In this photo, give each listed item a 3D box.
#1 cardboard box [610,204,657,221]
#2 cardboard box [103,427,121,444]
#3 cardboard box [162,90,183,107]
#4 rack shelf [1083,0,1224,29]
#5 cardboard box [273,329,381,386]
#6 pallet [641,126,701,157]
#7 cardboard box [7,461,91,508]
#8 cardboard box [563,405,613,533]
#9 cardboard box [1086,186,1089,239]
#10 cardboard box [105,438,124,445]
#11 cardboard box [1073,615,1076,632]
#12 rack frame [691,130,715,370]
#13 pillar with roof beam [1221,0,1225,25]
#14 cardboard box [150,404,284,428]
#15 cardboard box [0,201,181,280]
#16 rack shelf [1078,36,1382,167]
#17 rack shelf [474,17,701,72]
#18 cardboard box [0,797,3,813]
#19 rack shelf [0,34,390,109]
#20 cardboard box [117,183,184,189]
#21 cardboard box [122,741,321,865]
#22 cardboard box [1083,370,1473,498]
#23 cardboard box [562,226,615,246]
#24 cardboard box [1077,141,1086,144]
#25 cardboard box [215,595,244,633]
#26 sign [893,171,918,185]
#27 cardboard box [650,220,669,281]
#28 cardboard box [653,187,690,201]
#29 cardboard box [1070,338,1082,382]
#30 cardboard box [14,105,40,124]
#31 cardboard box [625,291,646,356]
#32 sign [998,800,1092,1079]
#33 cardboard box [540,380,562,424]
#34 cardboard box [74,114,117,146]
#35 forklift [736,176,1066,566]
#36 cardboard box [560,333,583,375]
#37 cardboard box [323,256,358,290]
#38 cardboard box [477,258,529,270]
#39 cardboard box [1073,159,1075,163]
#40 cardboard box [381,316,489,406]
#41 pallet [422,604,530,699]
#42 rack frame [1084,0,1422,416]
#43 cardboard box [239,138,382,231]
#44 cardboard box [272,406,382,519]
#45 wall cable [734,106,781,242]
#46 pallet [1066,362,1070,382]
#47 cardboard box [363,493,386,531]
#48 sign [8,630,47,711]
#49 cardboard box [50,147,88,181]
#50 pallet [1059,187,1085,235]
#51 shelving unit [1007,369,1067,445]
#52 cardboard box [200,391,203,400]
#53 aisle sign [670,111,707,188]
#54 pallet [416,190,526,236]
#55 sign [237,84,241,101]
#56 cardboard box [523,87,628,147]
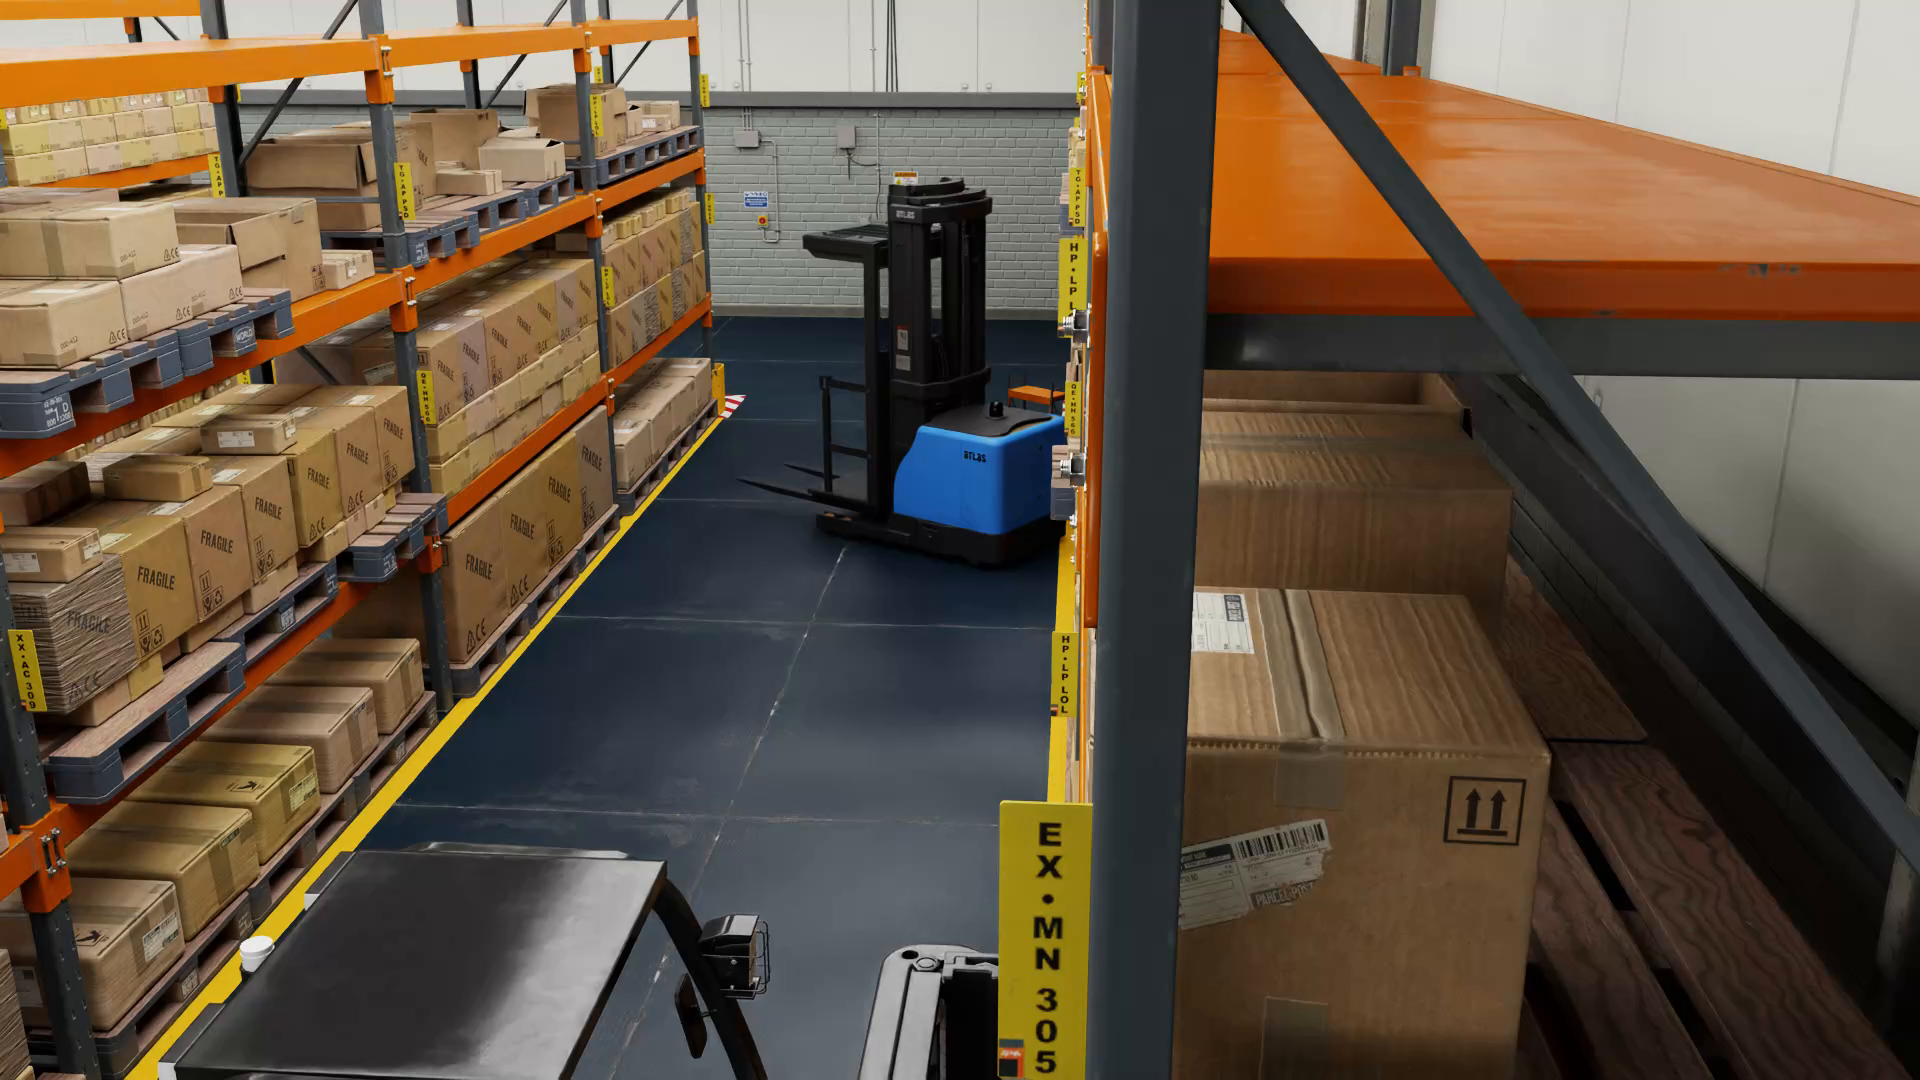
[{"bbox_3d":[-3.074,-3.072,15.673,0.380,0.149,0.250,2,18,6],"label":"cardboard box"},{"bbox_3d":[-8.128,-1.005,15.599,0.380,0.149,0.250,0,18,1],"label":"cardboard box"},{"bbox_3d":[-7.893,-4.348,16.354,0.380,0.149,0.250,2,18,5],"label":"cardboard box"},{"bbox_3d":[1.634,-4.612,14.708,1.077,0.370,4.000,1,18,4],"label":"rack shelf"},{"bbox_3d":[-3.971,-1.040,10.514,0.500,0.500,0.500,1,18,2],"label":"cardboard box"},{"bbox_3d":[-3.217,-3.988,16.603,1.003,0.211,1.213,1,18,4],"label":"pallet"},{"bbox_3d":[-4.194,-0.254,7.526,0.380,0.149,0.250,1,18,2],"label":"cardboard box"},{"bbox_3d":[-3.425,-0.589,13.641,0.875,0.875,0.875,2,18,6],"label":"cardboard box"},{"bbox_3d":[0.836,-1.426,7.644,0.500,0.500,0.500,2,18,5],"label":"cardboard box"},{"bbox_3d":[-8.105,-0.864,15.647,0.380,0.149,0.250,1,18,3],"label":"cardboard box"},{"bbox_3d":[0.727,0.517,6.967,0.500,0.250,0.500,1,18,2],"label":"cardboard box"},{"bbox_3d":[-3.174,-2.836,17.760,1.000,3.000,0.127,1,18,4],"label":"rack frame"},{"bbox_3d":[-1.424,-6.490,19.278,9.100,9.000,0.400,1,18,4],"label":"pillar with roof beam"},{"bbox_3d":[-4.041,-0.443,9.145,0.500,0.500,0.500,2,18,7],"label":"cardboard box"},{"bbox_3d":[-3.567,-1.228,6.798,0.500,0.250,0.500,1,18,3],"label":"cardboard box"},{"bbox_3d":[1.060,-1.939,7.187,1.077,0.370,4.000,1,18,4],"label":"rack shelf"},{"bbox_3d":[-3.317,-4.533,15.104,1.077,0.370,4.000,1,18,4],"label":"rack shelf"},{"bbox_3d":[-3.818,0.846,5.886,0.500,0.500,0.500,1,18,3],"label":"cardboard box"},{"bbox_3d":[-3.891,-2.049,7.521,1.077,0.370,4.000,1,18,4],"label":"rack shelf"},{"bbox_3d":[-8.415,-3.445,17.376,0.500,0.500,0.500,1,18,4],"label":"cardboard box"},{"bbox_3d":[-3.903,1.338,8.568,0.950,0.372,0.625,2,18,6],"label":"cardboard box"},{"bbox_3d":[0.672,-0.118,3.648,0.797,0.503,0.637,2,18,6],"label":"cardboard box"},{"bbox_3d":[-3.177,-2.596,14.222,0.380,0.149,0.250,2,18,5],"label":"cardboard box"},{"bbox_3d":[1.008,-2.693,11.599,0.380,0.149,0.250,1,18,4],"label":"cardboard box"},{"bbox_3d":[-3.629,0.324,7.847,0.380,0.149,0.250,1,18,4],"label":"cardboard box"},{"bbox_3d":[-0.749,-4.953,22.896,0.339,0.242,0.001,1,18,4],"label":"sign"},{"bbox_3d":[-3.056,-2.731,15.673,0.500,0.500,0.500,1,18,4],"label":"cardboard box"},{"bbox_3d":[-3.000,-3.551,17.134,0.380,0.149,0.250,2,18,5],"label":"cardboard box"},{"bbox_3d":[1.139,-1.181,11.875,0.700,0.500,0.500,1,18,4],"label":"cardboard box"},{"bbox_3d":[-8.090,-3.622,14.141,0.380,0.149,0.250,1,18,2],"label":"cardboard box"},{"bbox_3d":[-3.126,-1.937,14.856,0.500,0.500,0.500,1,18,4],"label":"cardboard box"},{"bbox_3d":[0.090,0.418,1.717,0.100,0.325,0.005,1,18,4],"label":"sign"},{"bbox_3d":[-3.334,-1.063,12.590,0.500,0.250,0.500,1,18,2],"label":"cardboard box"},{"bbox_3d":[-8.041,-3.719,15.076,0.500,0.250,0.500,2,18,5],"label":"cardboard box"},{"bbox_3d":[-0.598,-1.536,13.904,3.031,2.935,1.130,13,22,35],"label":"forklift"},{"bbox_3d":[-3.278,-1.462,13.005,0.500,0.250,0.500,2,18,5],"label":"cardboard box"},{"bbox_3d":[-3.570,-1.477,9.200,0.380,0.149,0.250,1,18,4],"label":"cardboard box"},{"bbox_3d":[-3.779,-1.986,13.400,0.500,0.500,0.500,1,18,5],"label":"cardboard box"},{"bbox_3d":[1.001,-2.636,11.900,0.380,0.149,0.250,1,18,3],"label":"cardboard box"},{"bbox_3d":[-3.442,-1.176,10.927,0.500,0.500,0.500,1,18,4],"label":"cardboard box"},{"bbox_3d":[-3.616,0.731,11.353,1.003,0.211,1.213,1,18,4],"label":"pallet"},{"bbox_3d":[0.917,-1.850,5.117,1.000,3.000,0.127,1,18,4],"label":"rack frame"},{"bbox_3d":[-3.871,-2.146,9.996,0.797,0.503,0.637,0,18,1],"label":"cardboard box"},{"bbox_3d":[-3.529,-0.431,9.109,0.500,0.500,0.500,1,18,3],"label":"cardboard box"},{"bbox_3d":[-2.793,-5.085,22.943,0.585,1.953,0.123,1,18,4],"label":"wall cable"},{"bbox_3d":[1.324,-1.147,12.914,1.003,0.211,1.213,1,18,4],"label":"pallet"},{"bbox_3d":[-3.457,-0.160,9.323,0.380,0.149,0.250,1,18,3],"label":"cardboard box"},{"bbox_3d":[-3.492,0.490,6.221,0.100,0.325,0.005,1,18,4],"label":"sign"},{"bbox_3d":[-8.082,-3.320,14.662,0.500,0.250,0.500,1,18,3],"label":"cardboard box"},{"bbox_3d":[1.302,-2.297,11.599,1.213,0.211,1.003,1,18,4],"label":"pallet"},{"bbox_3d":[0.679,-0.858,14.615,0.503,1.200,0.258,16,24,40],"label":"shelving unit"},{"bbox_3d":[-8.029,-1.488,17.073,0.380,0.149,0.250,1,18,3],"label":"cardboard box"},{"bbox_3d":[-2.860,-4.086,17.402,0.394,0.787,0.004,1,18,4],"label":"aisle sign"},{"bbox_3d":[-3.677,-2.235,11.413,1.003,0.211,1.213,2,18,6],"label":"pallet"},{"bbox_3d":[-7.566,-4.742,17.339,0.100,0.325,0.005,1,18,4],"label":"sign"},{"bbox_3d":[-3.396,-3.734,14.685,0.797,0.503,0.637,3,18,8],"label":"cardboard box"}]
